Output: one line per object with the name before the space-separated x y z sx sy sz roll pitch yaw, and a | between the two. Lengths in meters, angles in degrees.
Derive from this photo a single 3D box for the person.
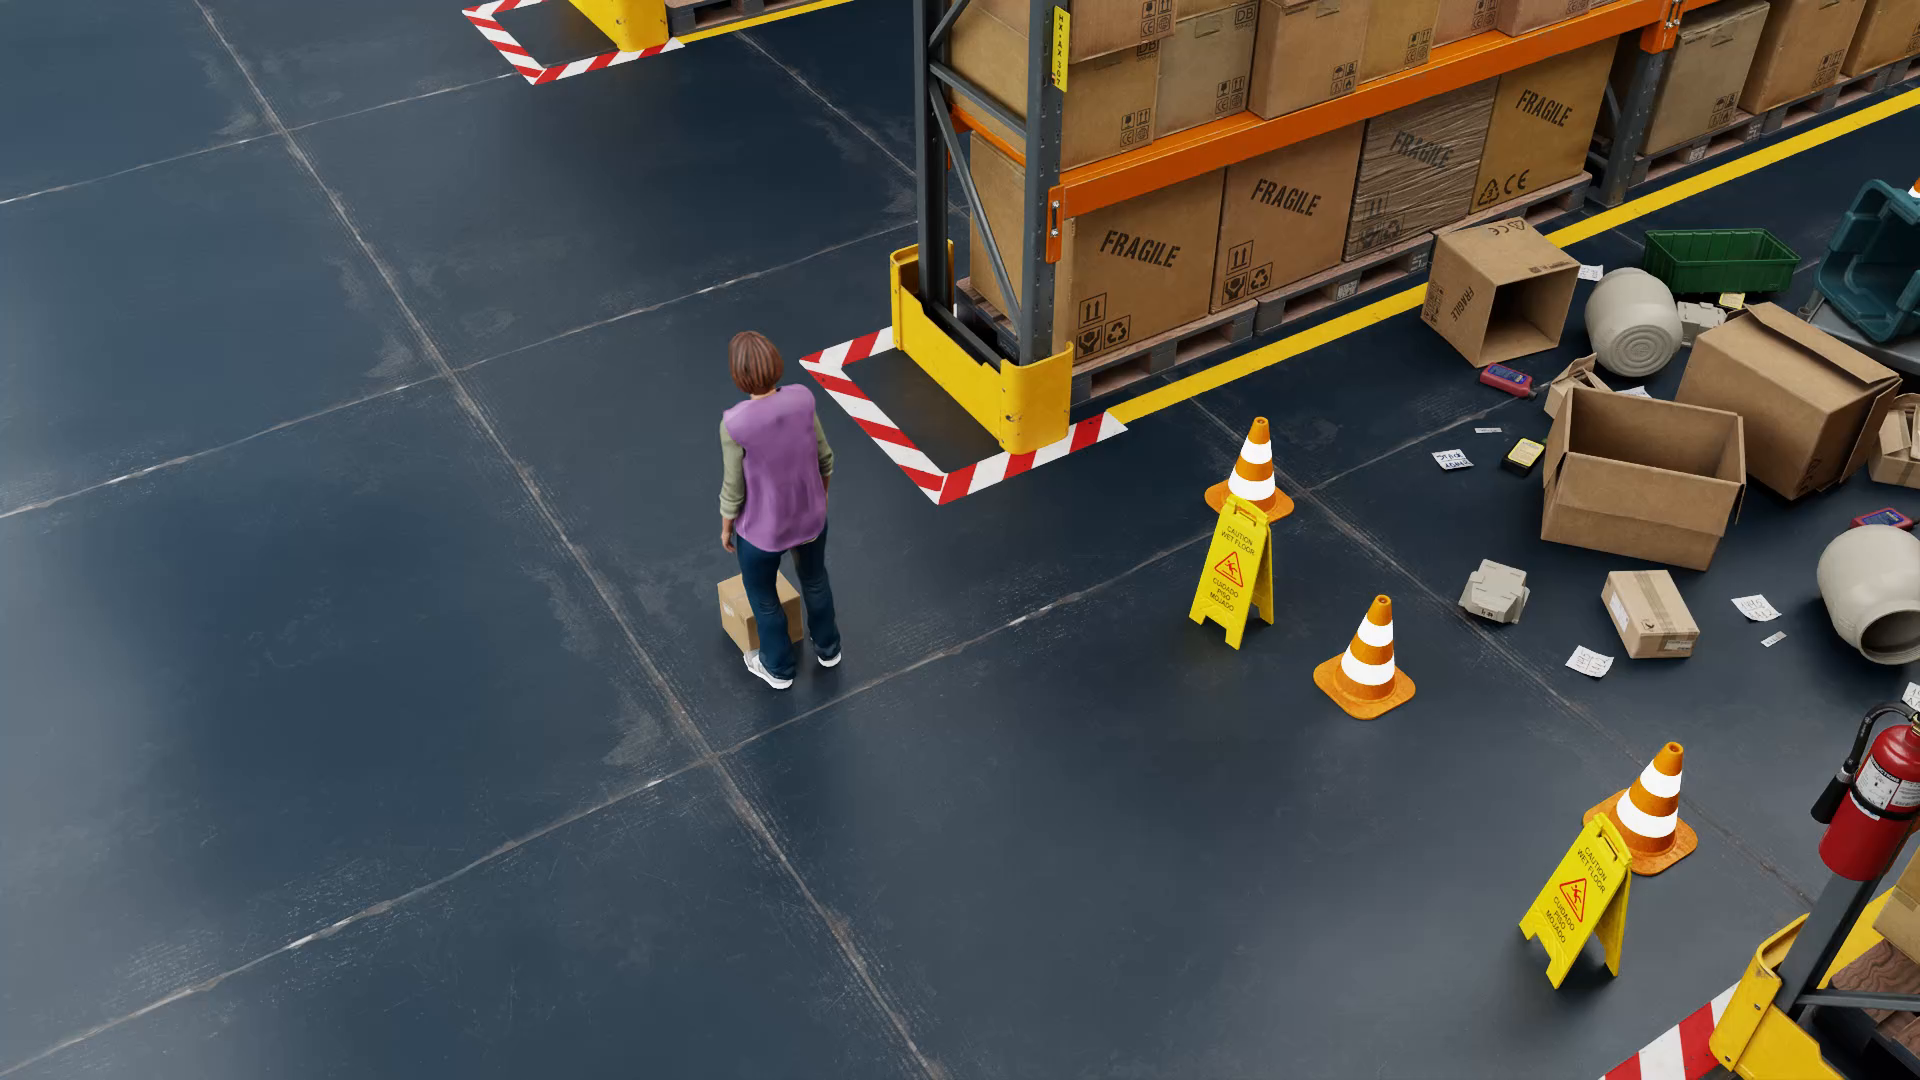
person | -0.667 -0.013 6.284 0.459 1.327 0.289 -22 46 -23
